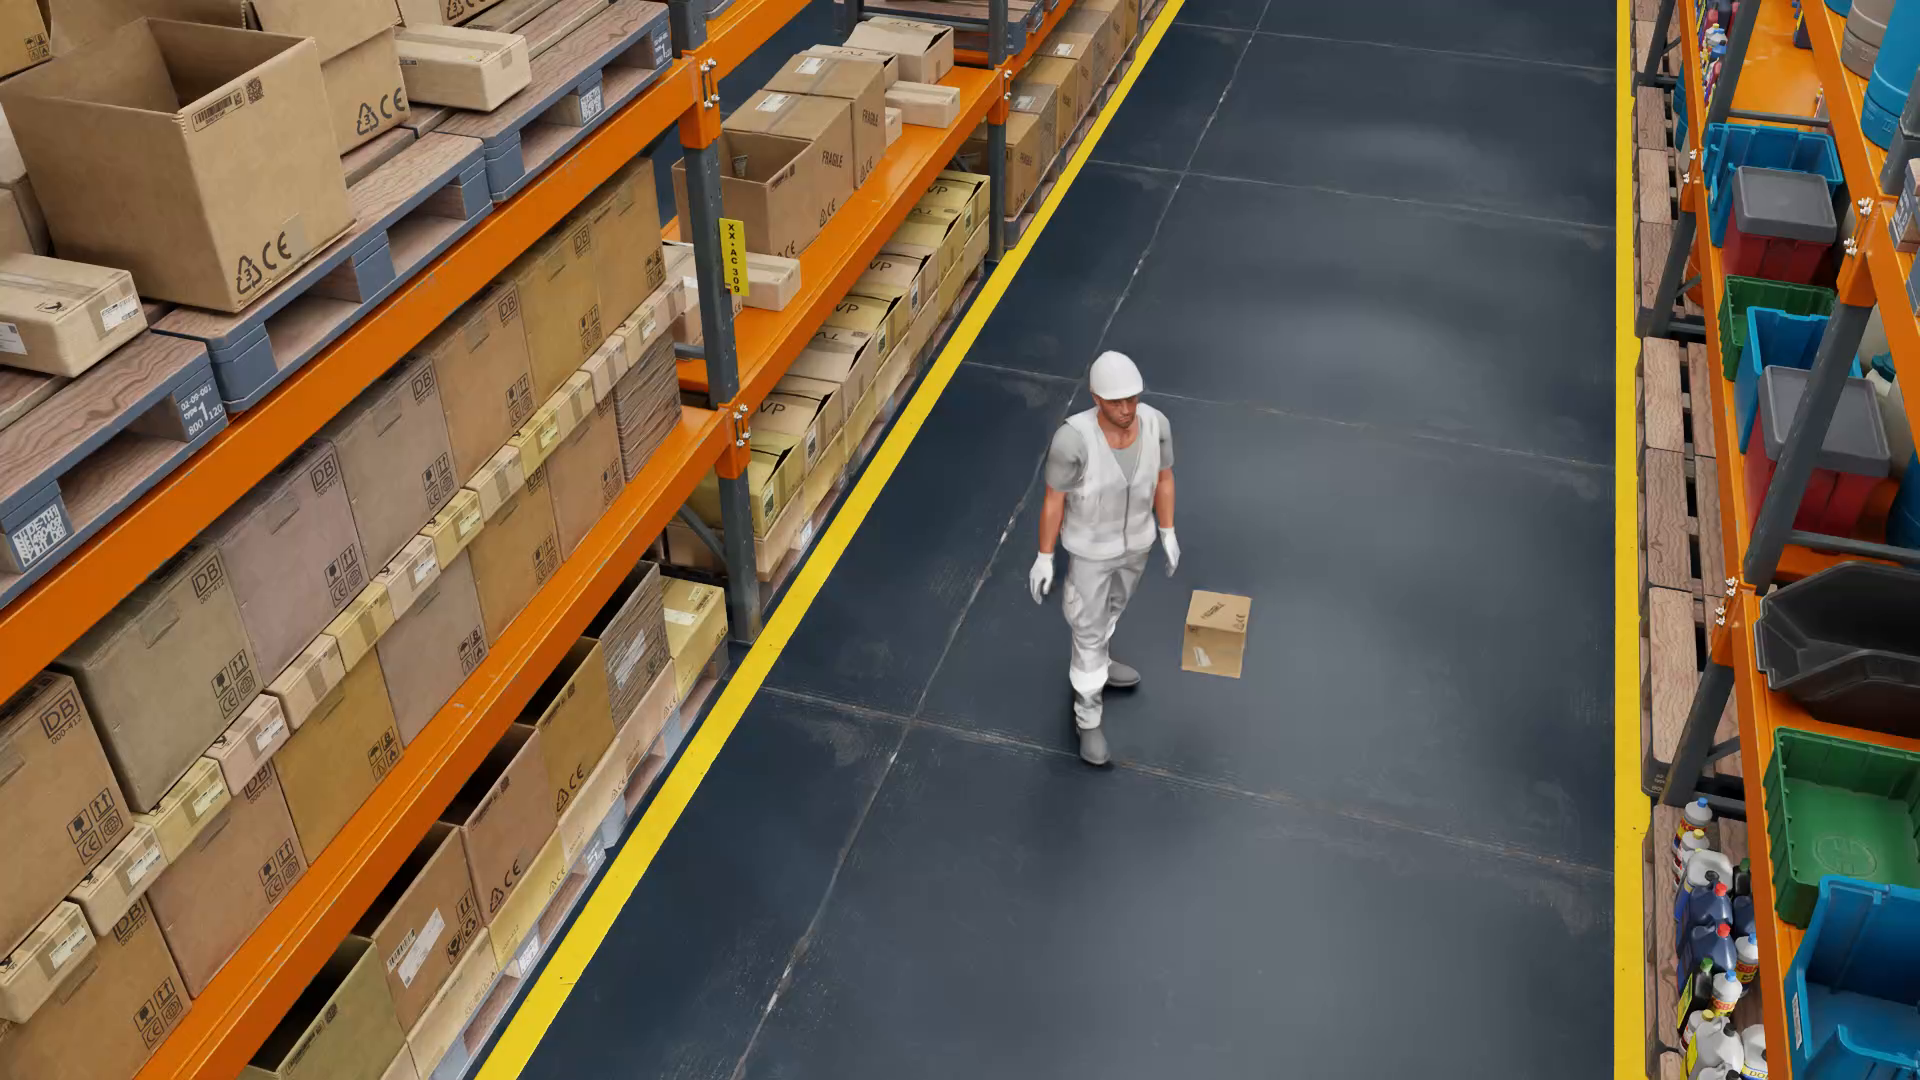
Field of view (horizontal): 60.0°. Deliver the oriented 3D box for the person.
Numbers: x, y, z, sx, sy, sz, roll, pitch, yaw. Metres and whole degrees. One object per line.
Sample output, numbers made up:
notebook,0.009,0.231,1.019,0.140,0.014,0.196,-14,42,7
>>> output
person,0.554,0.067,6.786,0.661,1.785,0.624,-10,38,-13
